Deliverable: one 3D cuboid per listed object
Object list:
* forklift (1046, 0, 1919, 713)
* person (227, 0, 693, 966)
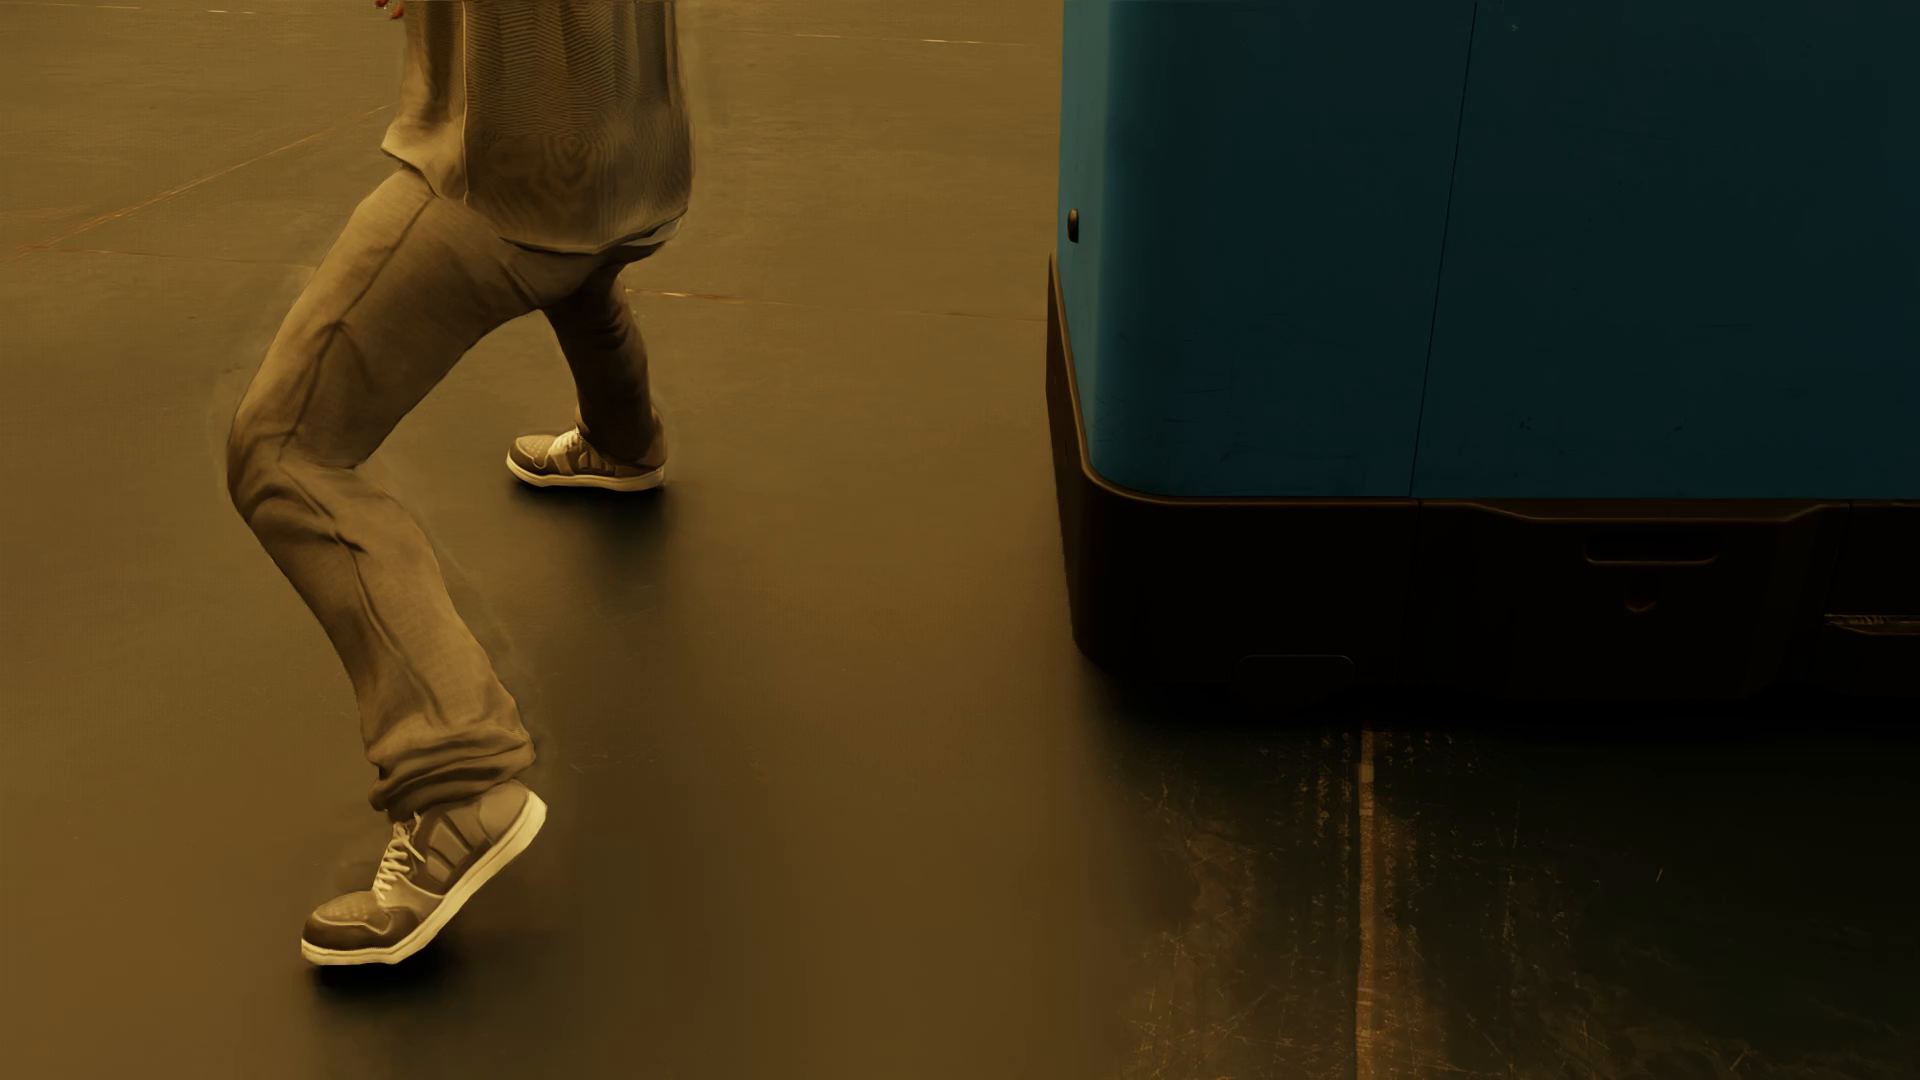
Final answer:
[{"bbox_3d":[1.661,-1.306,1.834,3.031,2.935,1.130,0,27,0],"label":"forklift"},{"bbox_3d":[-0.602,-0.458,1.871,0.761,1.381,1.128,13,29,23],"label":"person"}]
